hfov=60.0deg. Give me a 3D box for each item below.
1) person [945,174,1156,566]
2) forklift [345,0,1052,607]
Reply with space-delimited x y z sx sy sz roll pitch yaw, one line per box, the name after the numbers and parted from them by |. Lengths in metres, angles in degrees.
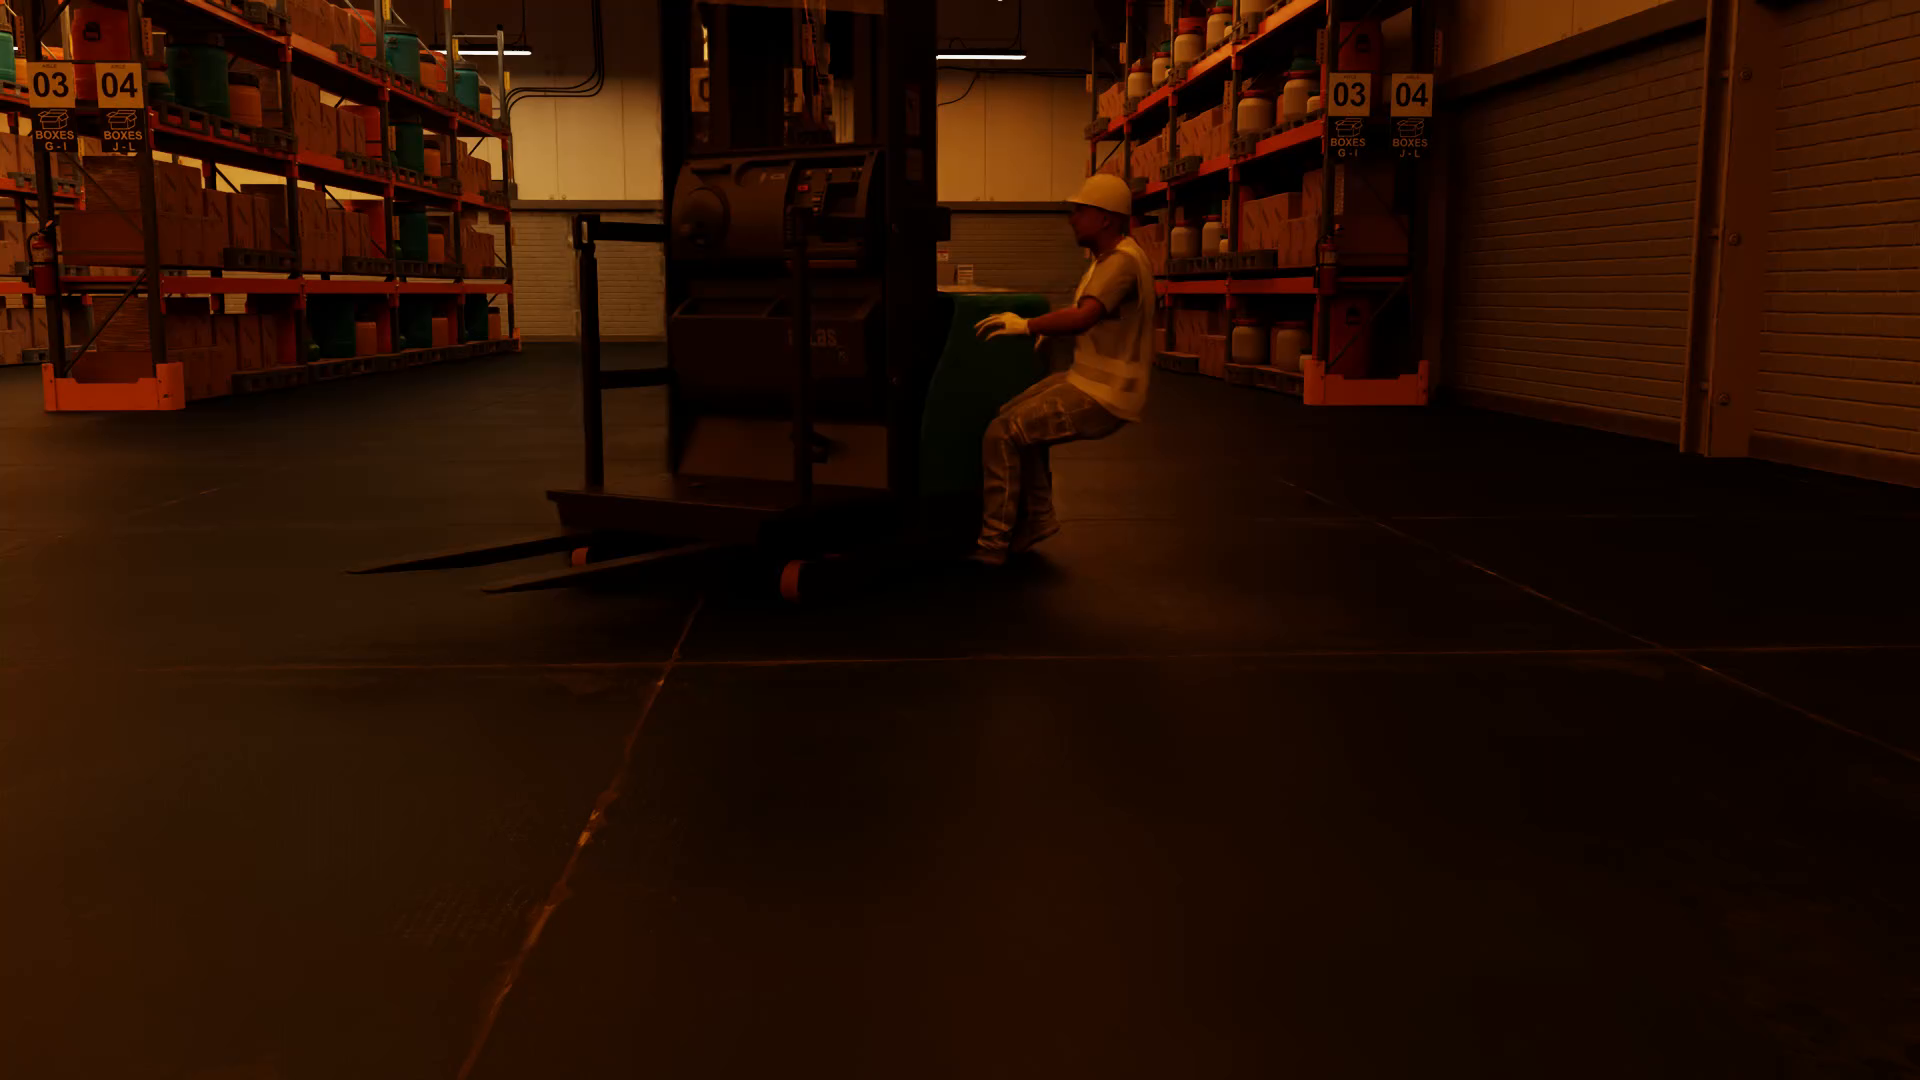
0.331 -0.661 6.592 0.885 1.540 0.923 0 8 -3 | person
-0.816 -1.296 6.058 1.130 2.935 3.031 5 10 32 | forklift
